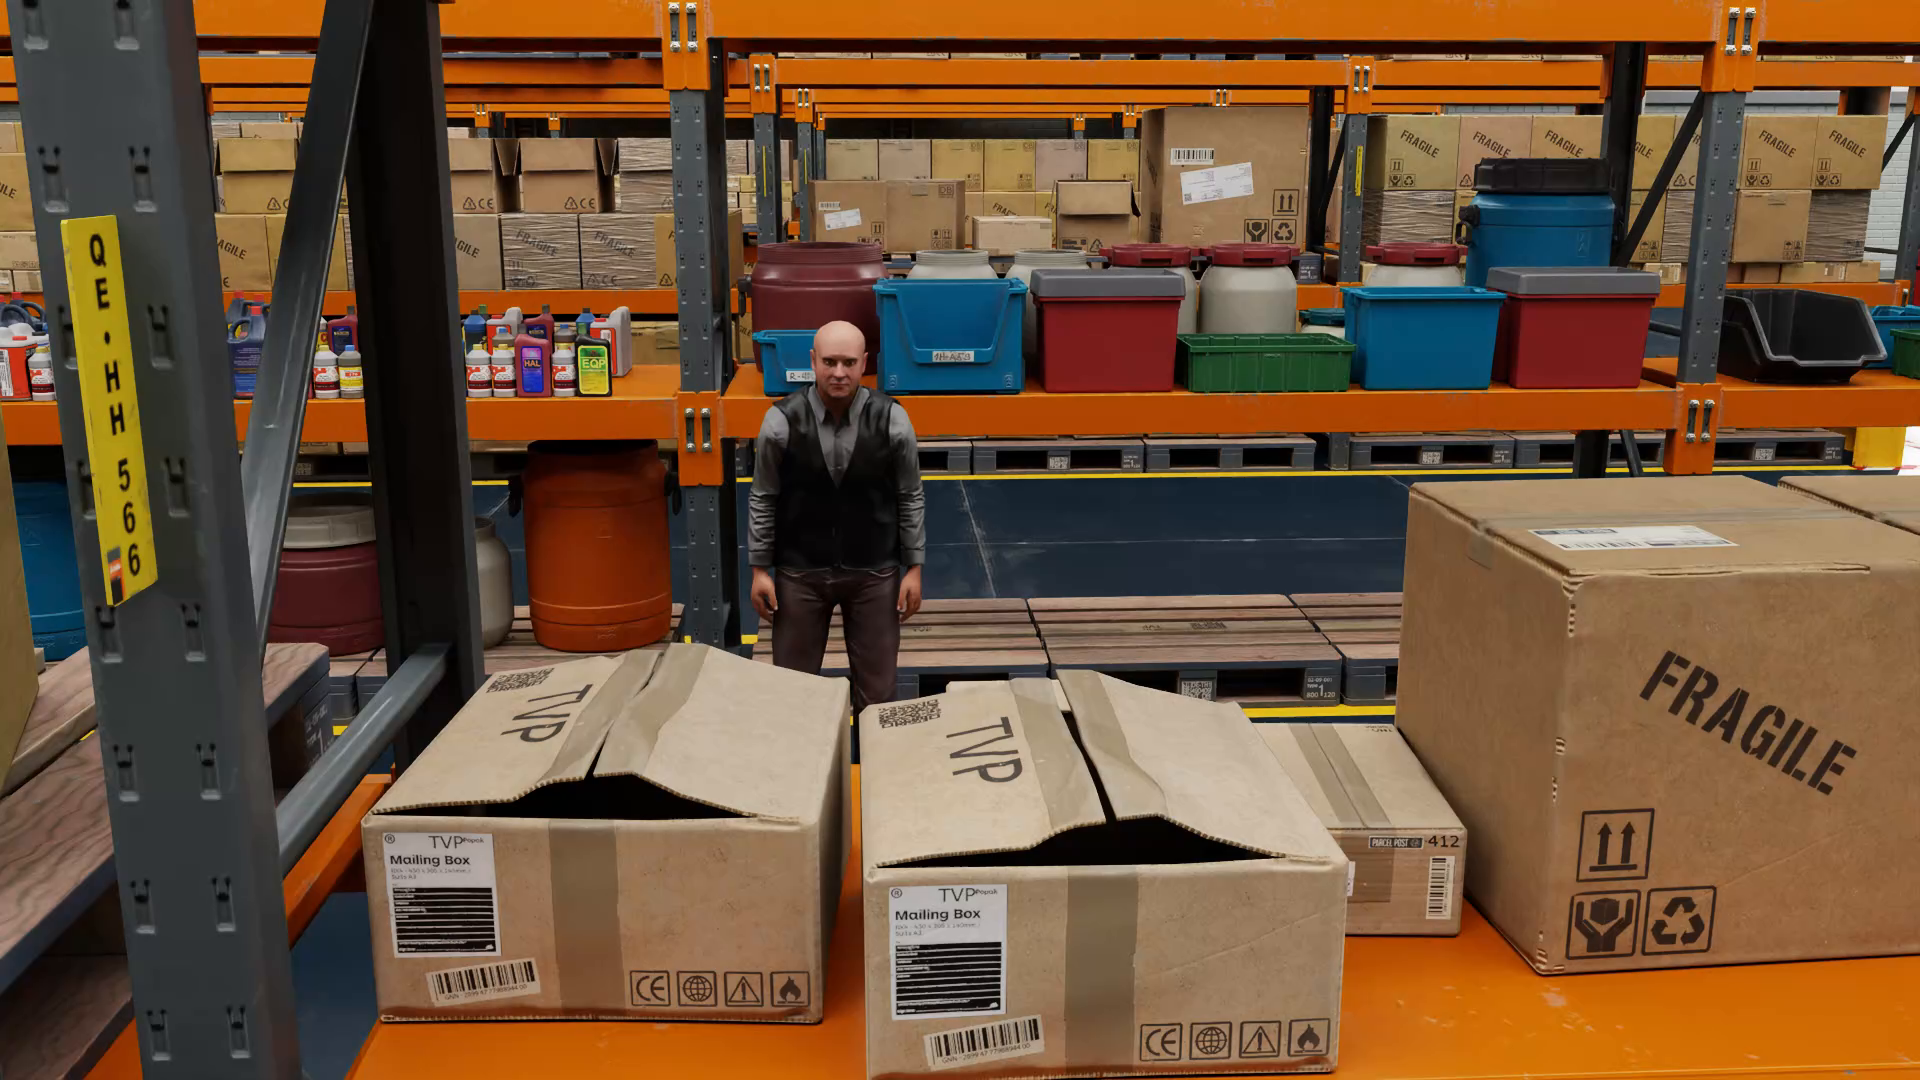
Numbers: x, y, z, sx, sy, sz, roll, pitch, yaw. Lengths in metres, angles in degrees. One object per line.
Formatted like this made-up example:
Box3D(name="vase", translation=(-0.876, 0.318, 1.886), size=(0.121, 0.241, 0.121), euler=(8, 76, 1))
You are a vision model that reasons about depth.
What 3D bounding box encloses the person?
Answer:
Box3D(name="person", translation=(-0.404, 0.129, 5.501), size=(0.583, 1.721, 0.412), euler=(-1, 13, -4))
